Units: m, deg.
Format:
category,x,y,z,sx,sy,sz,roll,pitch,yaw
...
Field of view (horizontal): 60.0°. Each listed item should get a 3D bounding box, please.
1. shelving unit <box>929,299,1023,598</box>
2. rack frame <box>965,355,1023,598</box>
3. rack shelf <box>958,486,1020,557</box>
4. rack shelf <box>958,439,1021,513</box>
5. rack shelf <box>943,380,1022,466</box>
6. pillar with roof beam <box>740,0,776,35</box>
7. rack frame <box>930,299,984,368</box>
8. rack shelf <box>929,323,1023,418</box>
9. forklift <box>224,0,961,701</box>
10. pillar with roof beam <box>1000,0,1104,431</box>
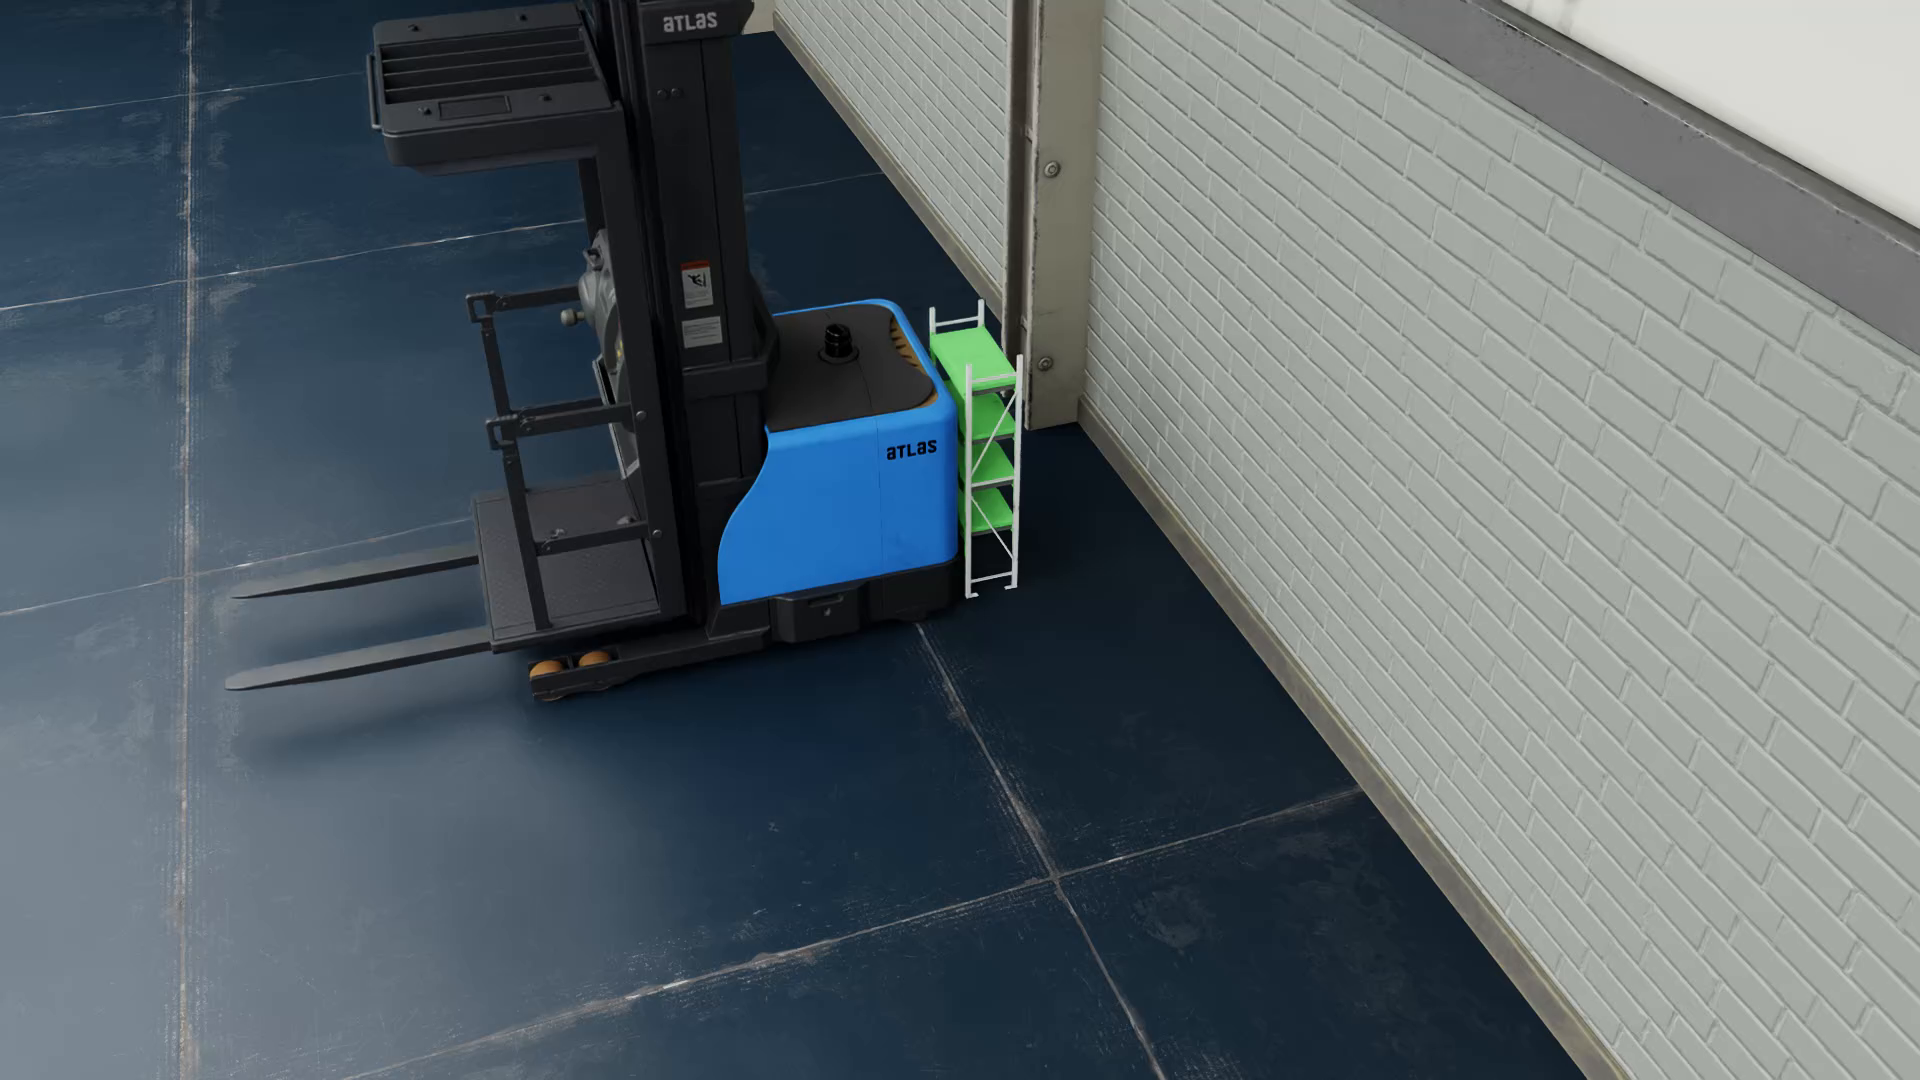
category,x,y,z,sx,sy,sz,roll,pitch,yaw
shelving unit,0.064,-0.387,7.266,0.258,1.200,0.503,-11,38,-15
rack frame,0.140,-0.247,7.081,0.240,1.200,0.015,-11,38,-15
rack shelf,0.064,-0.144,7.449,0.258,0.148,0.480,-11,38,-15
rack shelf,0.064,-0.336,7.305,0.258,0.148,0.480,-11,38,-15
rack shelf,0.064,-0.528,7.160,0.258,0.148,0.480,-11,38,-15
pillar with roof beam,-5.683,-6.793,9.289,9.100,9.000,0.400,-12,39,-16
rack frame,-0.013,-0.526,7.451,0.240,1.200,0.015,-11,38,-15
rack shelf,0.064,-0.719,7.016,0.258,0.148,0.480,-11,38,-15
forklift,-1.571,-0.864,6.461,3.031,2.935,1.130,-11,38,-14
pillar with roof beam,-3.618,-3.404,4.789,9.100,9.000,0.400,-12,39,-16
